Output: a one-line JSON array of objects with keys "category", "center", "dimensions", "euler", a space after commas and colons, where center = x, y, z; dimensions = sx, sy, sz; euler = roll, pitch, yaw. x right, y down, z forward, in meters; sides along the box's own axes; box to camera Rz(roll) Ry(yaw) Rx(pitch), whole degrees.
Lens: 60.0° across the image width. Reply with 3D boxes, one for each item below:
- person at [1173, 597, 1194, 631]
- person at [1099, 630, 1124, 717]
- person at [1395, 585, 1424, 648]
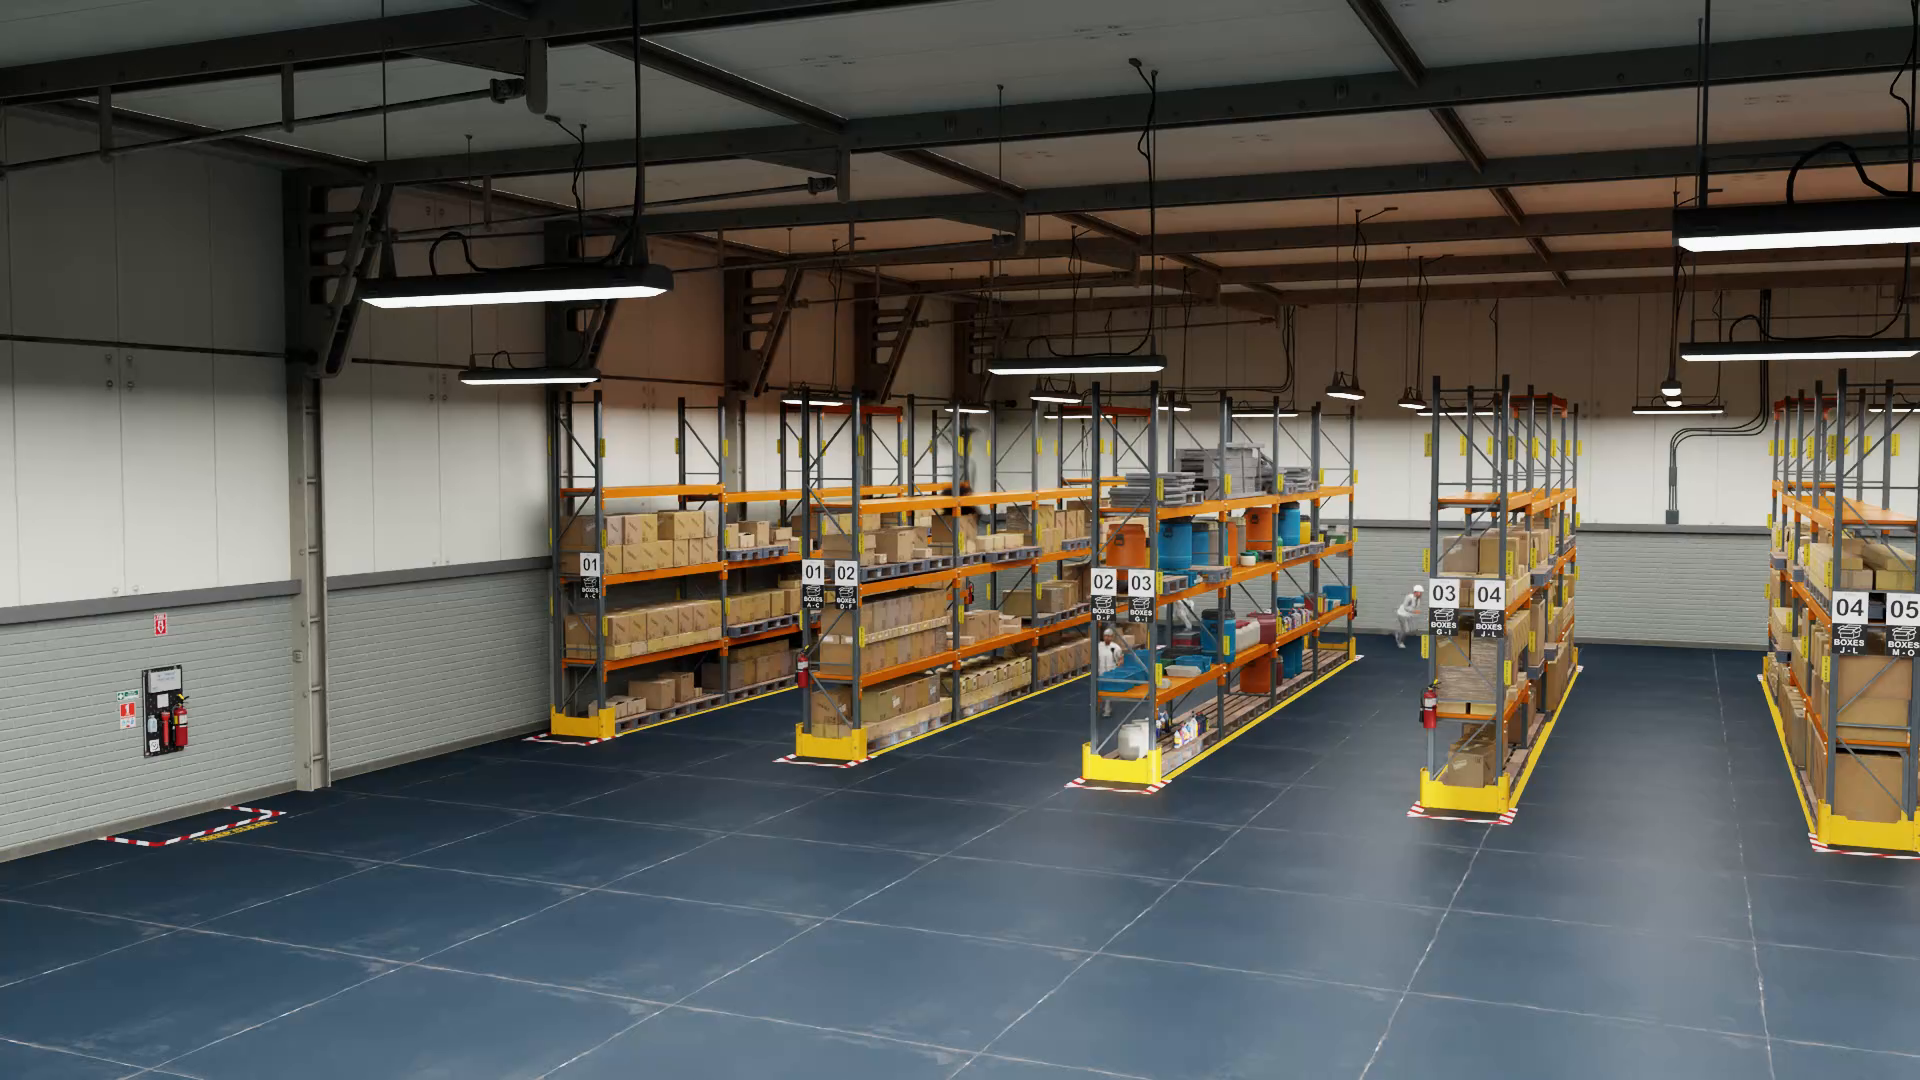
[{"category": "person", "center": [5.612, 1.897, 41.907], "dimensions": [0.742, 1.630, 0.691], "euler": [-2, 4, -32]}, {"category": "person", "center": [2.761, 2.477, 31.053], "dimensions": [0.595, 1.622, 0.512], "euler": [1, 3, 15]}, {"category": "person", "center": [11.280, 1.911, 41.675], "dimensions": [0.683, 1.600, 0.837], "euler": [-3, 4, -42]}]
